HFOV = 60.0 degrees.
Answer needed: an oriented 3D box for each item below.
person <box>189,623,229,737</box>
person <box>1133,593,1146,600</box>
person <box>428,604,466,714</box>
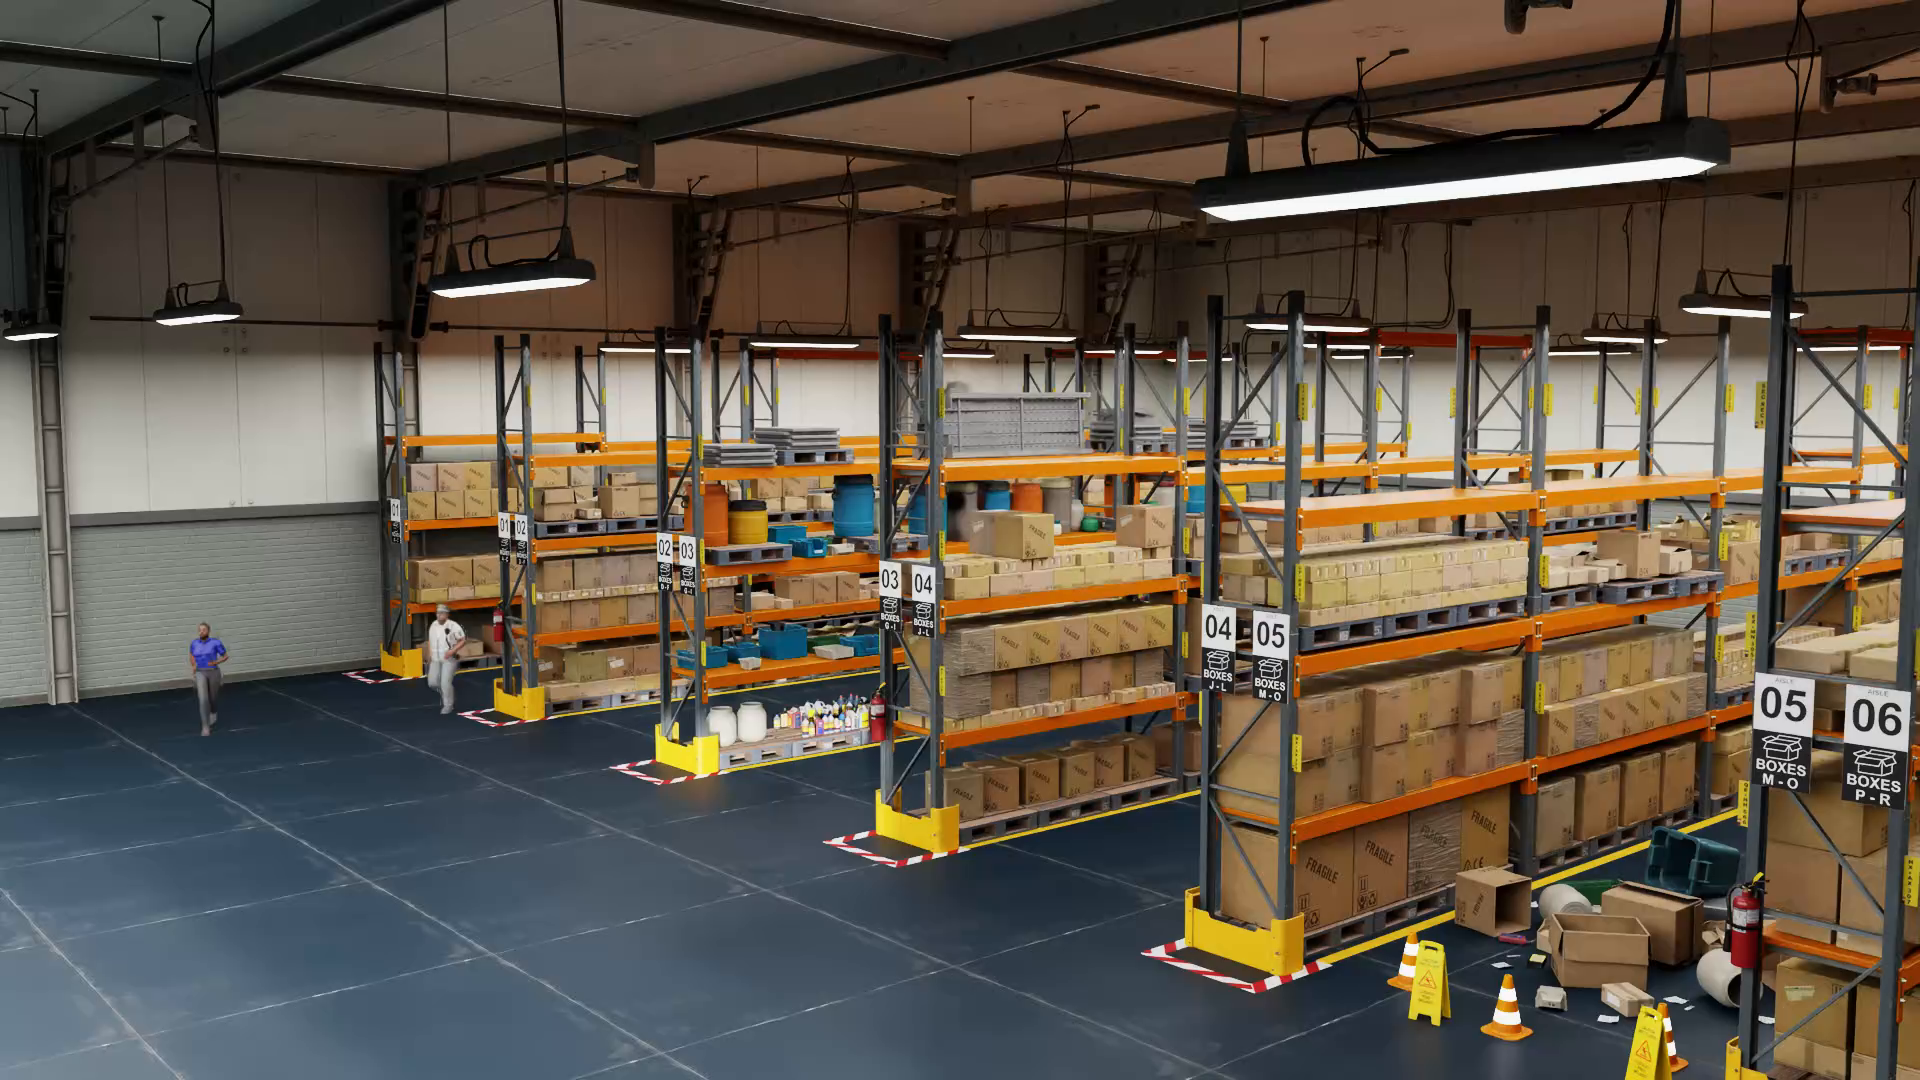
[{"bbox_3d":[-11.307,2.070,25.033,0.569,1.671,0.815,-2,5,-16],"label":"person"},{"bbox_3d":[3.671,1.322,32.872,0.701,1.730,0.680,5,7,45],"label":"person"},{"bbox_3d":[-8.219,1.883,26.569,0.678,1.754,0.598,1,5,12],"label":"person"}]
